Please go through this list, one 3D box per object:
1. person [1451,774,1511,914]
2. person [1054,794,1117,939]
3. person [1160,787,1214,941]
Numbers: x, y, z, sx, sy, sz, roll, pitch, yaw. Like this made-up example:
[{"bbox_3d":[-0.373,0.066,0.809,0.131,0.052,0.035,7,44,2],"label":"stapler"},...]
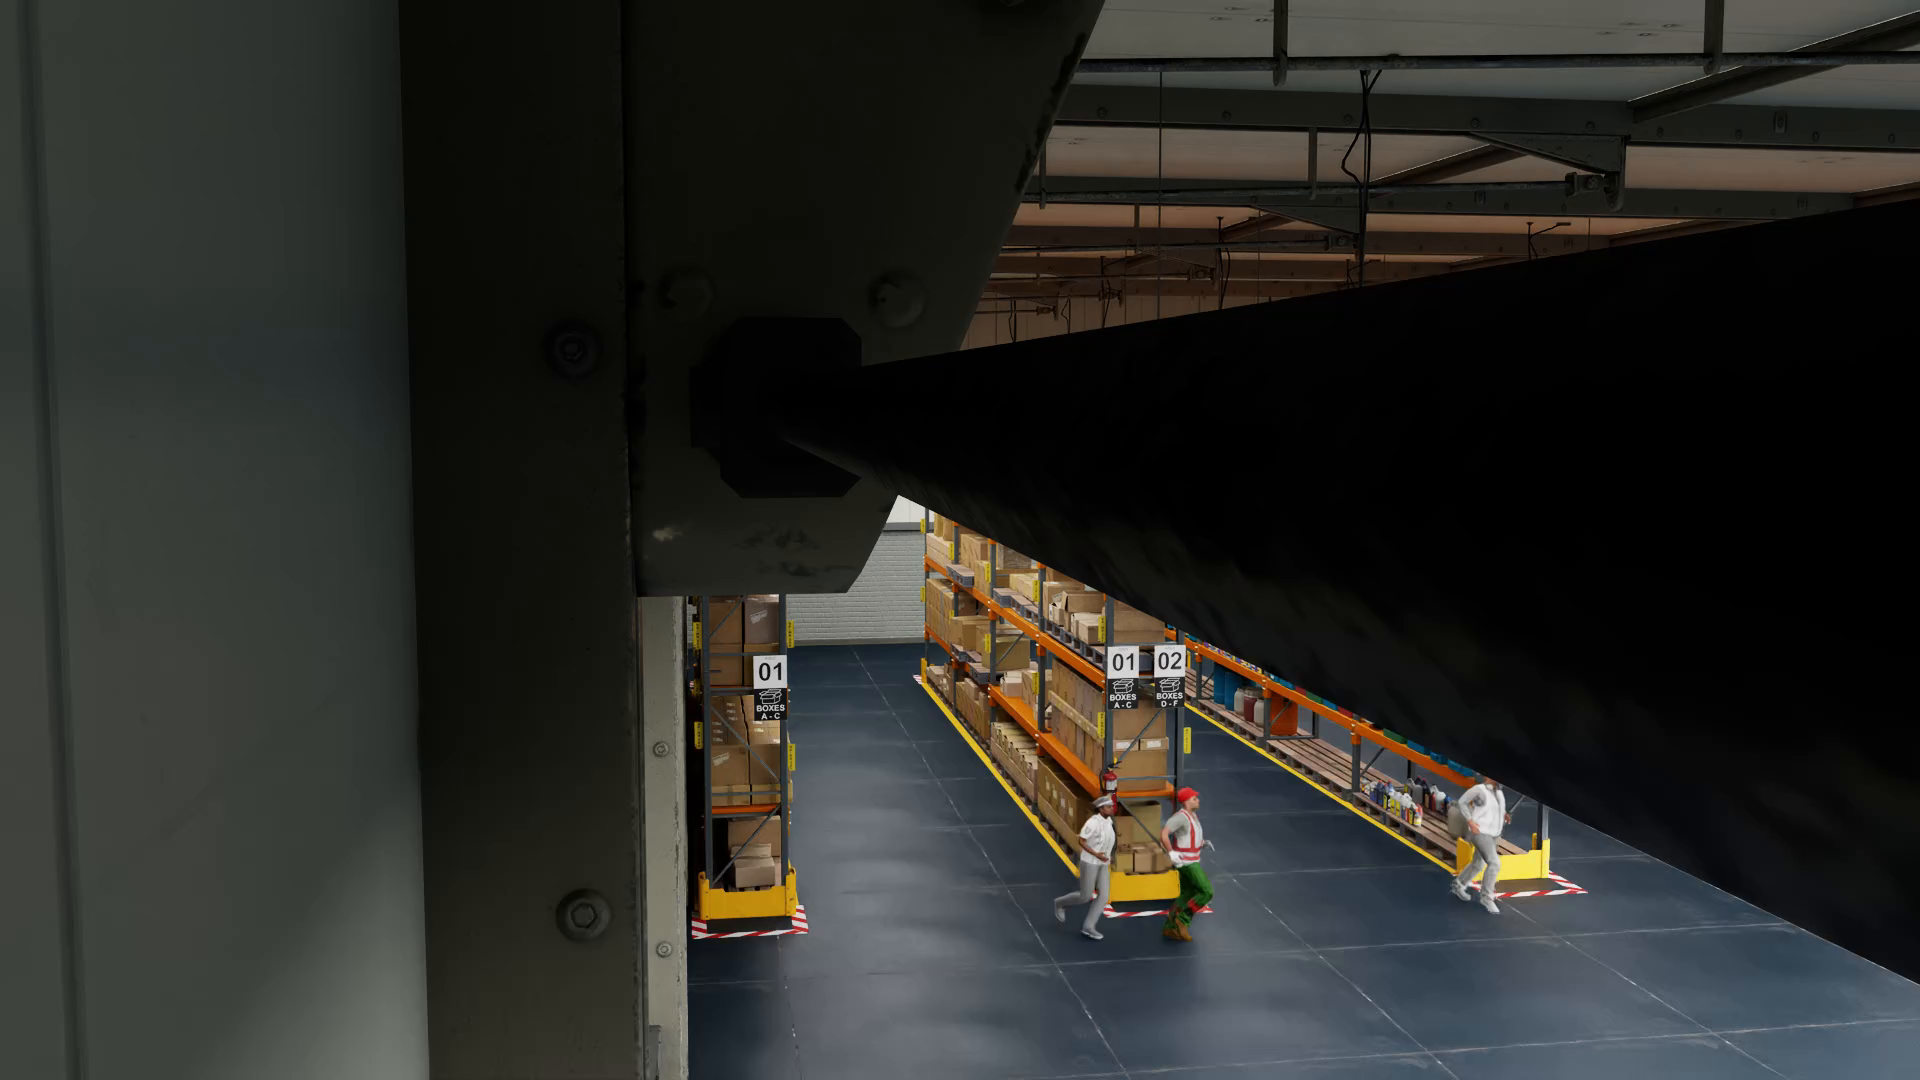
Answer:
[{"bbox_3d":[6.500,3.652,20.635,0.713,1.810,0.641,5,7,42],"label":"person"},{"bbox_3d":[1.560,3.802,19.672,0.636,1.628,0.748,-5,7,-44],"label":"person"},{"bbox_3d":[2.666,3.745,19.338,0.604,1.731,0.685,1,5,15],"label":"person"}]
